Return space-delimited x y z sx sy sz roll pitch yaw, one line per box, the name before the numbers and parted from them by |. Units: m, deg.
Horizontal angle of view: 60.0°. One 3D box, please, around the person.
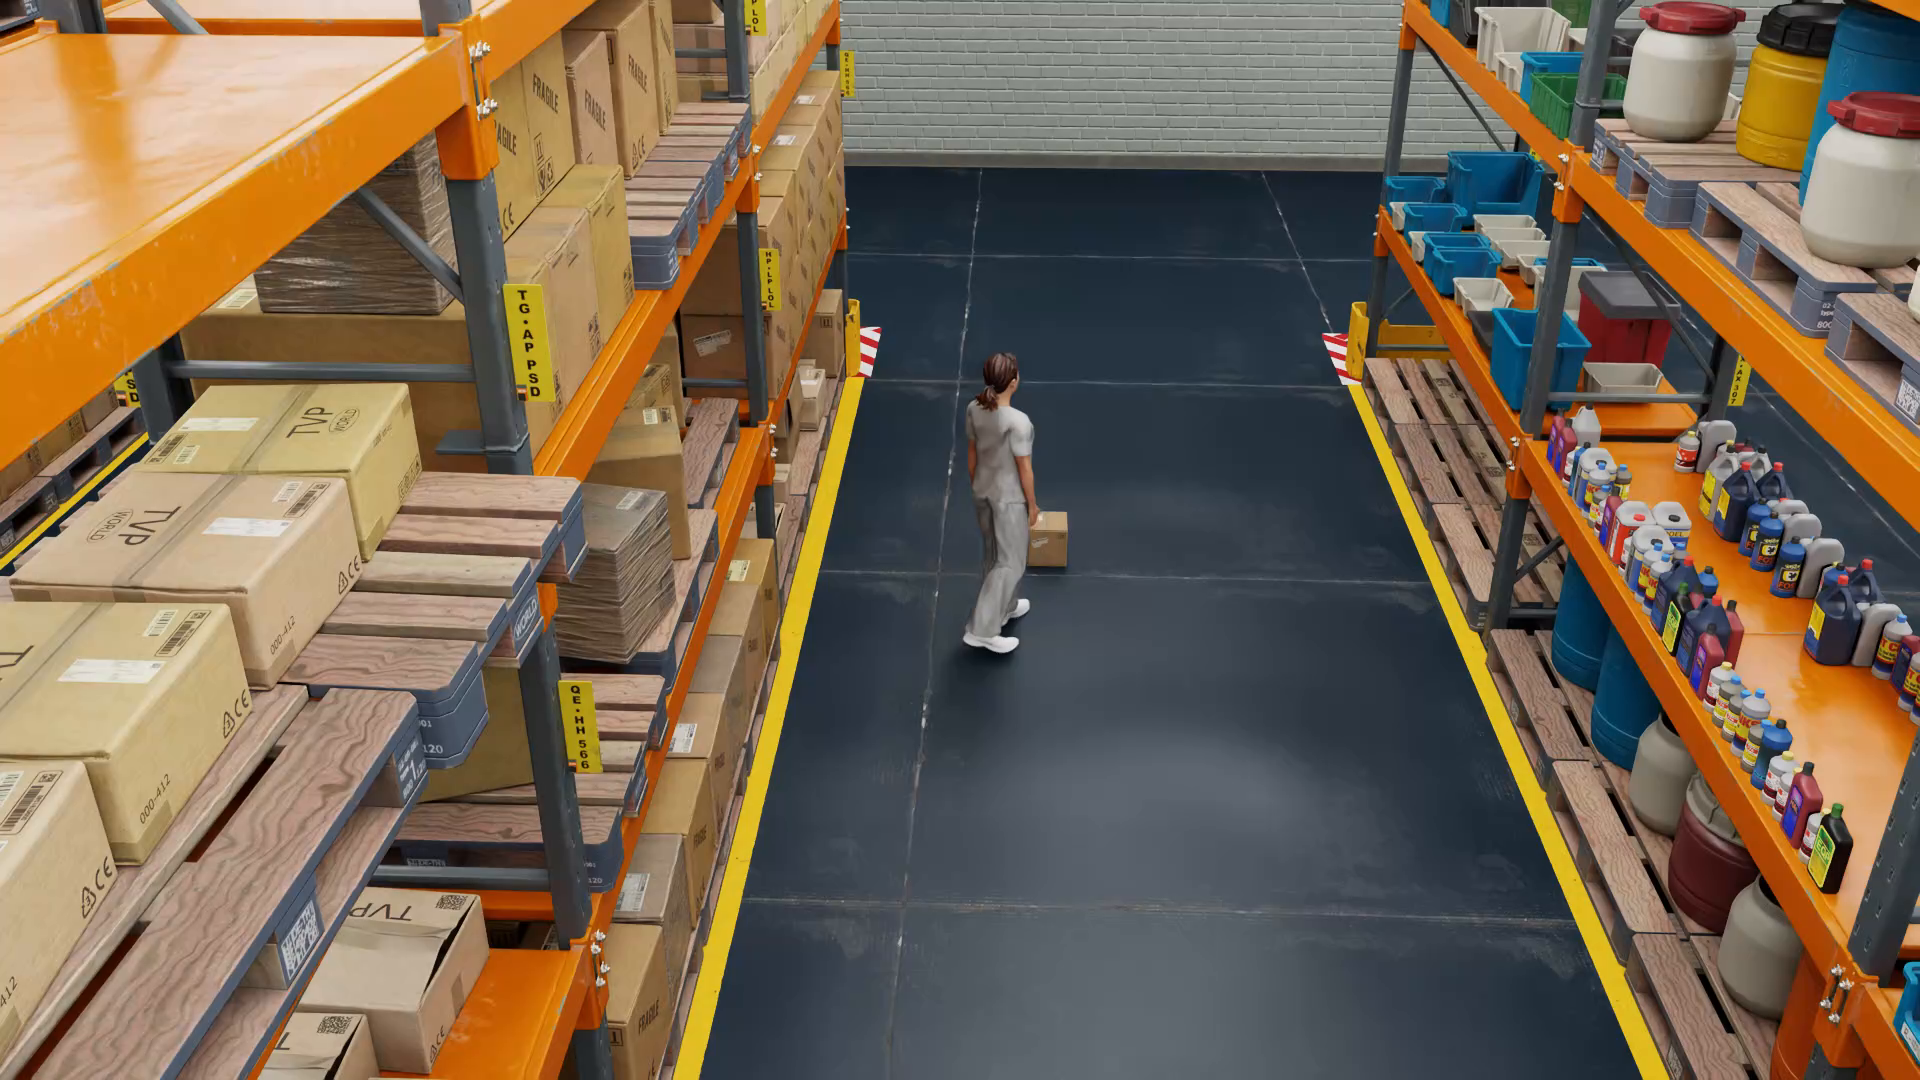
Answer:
person | 0.223 -0.216 9.017 0.627 1.671 0.482 -23 35 -36
